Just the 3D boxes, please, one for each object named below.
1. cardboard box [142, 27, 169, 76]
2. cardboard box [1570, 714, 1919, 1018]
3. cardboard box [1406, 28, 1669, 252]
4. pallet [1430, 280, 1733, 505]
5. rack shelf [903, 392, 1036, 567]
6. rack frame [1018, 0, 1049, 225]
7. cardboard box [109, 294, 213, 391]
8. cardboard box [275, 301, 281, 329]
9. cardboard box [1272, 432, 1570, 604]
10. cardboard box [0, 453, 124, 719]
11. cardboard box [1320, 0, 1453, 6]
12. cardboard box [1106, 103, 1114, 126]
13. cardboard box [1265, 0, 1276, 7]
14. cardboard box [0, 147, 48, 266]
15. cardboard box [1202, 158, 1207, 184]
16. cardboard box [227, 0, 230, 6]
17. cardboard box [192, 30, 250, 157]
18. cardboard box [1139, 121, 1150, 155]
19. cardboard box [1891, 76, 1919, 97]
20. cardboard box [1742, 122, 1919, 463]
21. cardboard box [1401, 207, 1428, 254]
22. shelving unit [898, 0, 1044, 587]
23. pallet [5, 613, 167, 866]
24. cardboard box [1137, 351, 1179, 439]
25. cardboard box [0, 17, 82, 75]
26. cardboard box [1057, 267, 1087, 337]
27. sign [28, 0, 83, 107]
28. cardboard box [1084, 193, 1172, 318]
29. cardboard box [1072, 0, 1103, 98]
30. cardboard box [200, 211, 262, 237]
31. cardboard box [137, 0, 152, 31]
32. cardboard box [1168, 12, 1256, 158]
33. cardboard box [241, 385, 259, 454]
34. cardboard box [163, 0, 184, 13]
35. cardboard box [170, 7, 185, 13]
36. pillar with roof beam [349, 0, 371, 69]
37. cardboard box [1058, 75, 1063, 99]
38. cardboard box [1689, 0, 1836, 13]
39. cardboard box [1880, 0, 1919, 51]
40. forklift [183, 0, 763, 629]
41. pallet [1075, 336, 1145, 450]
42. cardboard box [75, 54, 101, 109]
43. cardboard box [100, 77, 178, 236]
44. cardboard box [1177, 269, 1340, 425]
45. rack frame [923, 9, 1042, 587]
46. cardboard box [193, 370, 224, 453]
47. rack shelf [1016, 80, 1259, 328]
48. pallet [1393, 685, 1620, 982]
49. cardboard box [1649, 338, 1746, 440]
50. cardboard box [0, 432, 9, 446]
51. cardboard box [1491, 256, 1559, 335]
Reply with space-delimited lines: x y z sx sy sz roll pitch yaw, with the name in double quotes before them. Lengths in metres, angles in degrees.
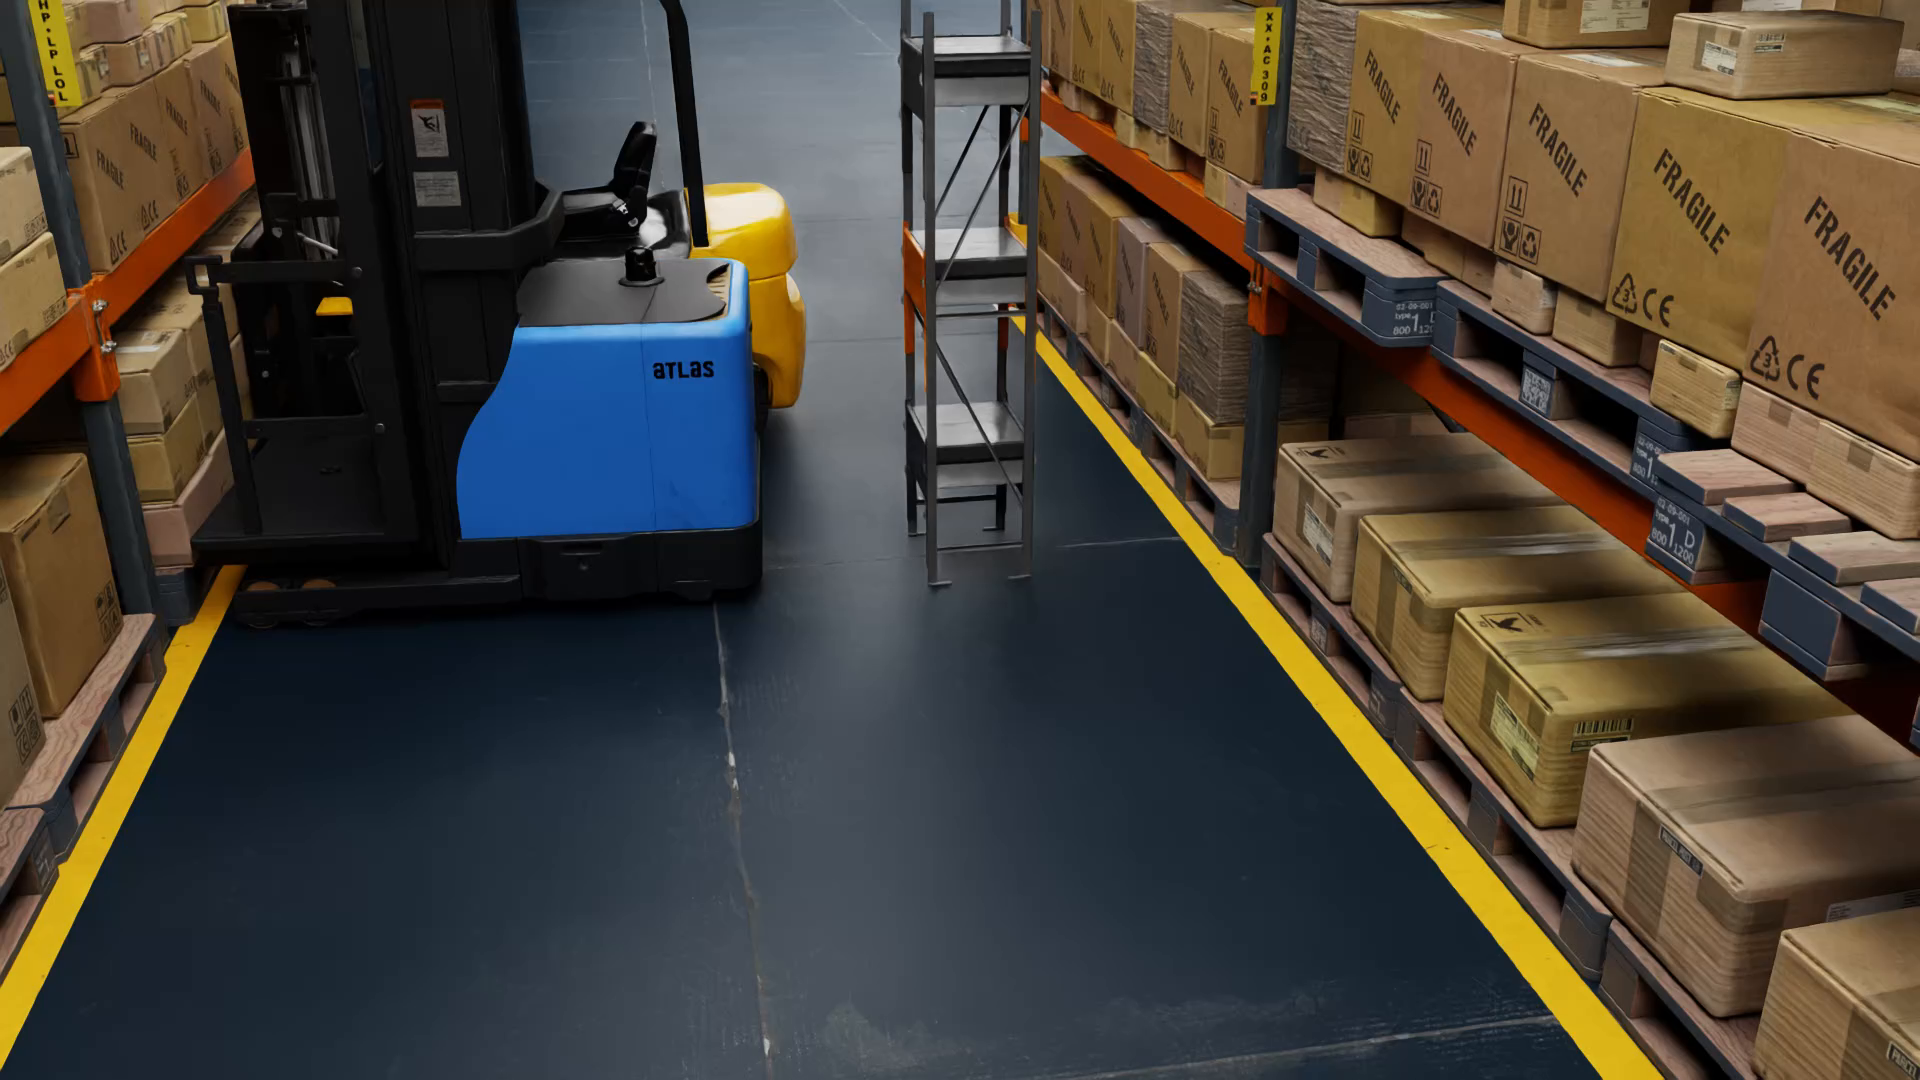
"cardboard box" -3.231 -1.843 6.288 0.380 0.149 0.250 -5 24 -10
"cardboard box" 2.092 0.756 4.029 0.950 0.372 0.625 -5 24 -11
"cardboard box" 1.567 -1.093 4.483 0.500 0.500 0.500 -4 24 -10
"pallet" 1.925 -0.431 4.228 1.003 0.211 1.213 -4 24 -10
"rack shelf" 0.031 -0.243 6.466 0.431 0.518 0.480 -4 24 -10
"rack frame" 0.852 -2.890 9.619 1.000 3.000 0.127 -4 24 -10
"cardboard box" -3.152 -0.753 6.389 0.500 0.250 0.500 -4 24 -10
"cardboard box" -3.430 -1.114 7.840 0.500 0.250 0.500 -5 24 -11
"cardboard box" 1.691 -0.098 5.986 0.950 0.372 0.625 -4 24 -9
"cardboard box" -3.179 0.153 5.095 0.875 0.625 0.625 -3 24 -7
"cardboard box" 1.331 -1.777 5.239 0.380 0.149 0.250 -4 24 -10
"cardboard box" 0.931 -2.115 8.159 0.380 0.149 0.250 -3 24 -8
"cardboard box" 1.650 -2.348 6.633 0.700 0.500 0.500 -4 24 -9
"cardboard box" -2.944 -0.934 4.703 0.500 0.250 0.500 -5 24 -11
"cardboard box" 1.208 -1.511 6.776 0.380 0.149 0.250 -4 24 -9
"cardboard box" -3.587 -2.445 7.665 0.380 0.149 0.250 -4 24 -10
"cardboard box" -3.495 -1.986 7.425 0.500 0.500 0.500 -5 24 -11
"cardboard box" 1.023 -1.807 7.454 0.380 0.149 0.250 -5 24 -11
"cardboard box" 2.267 -0.724 3.640 0.500 0.500 0.500 -4 24 -9
"cardboard box" 1.867 -0.478 3.076 0.500 0.500 0.500 -5 24 -11
"cardboard box" 1.548 -0.948 4.962 0.380 0.149 0.250 -3 24 -6
"shelving unit" 0.031 -0.897 6.181 0.431 2.100 0.503 -4 24 -10
"pallet" -3.112 0.617 5.073 1.003 0.211 1.213 -4 24 -10
"cardboard box" 1.109 -0.670 7.447 0.500 0.250 0.500 -5 24 -11
"cardboard box" -3.054 -1.574 5.300 0.380 0.149 0.250 -4 24 -9
"cardboard box" 0.816 -1.283 8.851 0.500 0.250 0.500 -3 24 -8
"sign" -2.755 -1.486 5.056 0.100 0.325 0.005 -4 24 -10
"cardboard box" 0.920 -1.415 8.217 0.500 0.500 0.500 -4 24 -9
"cardboard box" 0.861 -2.461 8.141 0.500 0.500 0.500 -5 24 -11
"cardboard box" -3.431 -1.355 7.767 0.500 0.250 0.500 -4 24 -9
"cardboard box" -3.268 -1.979 6.226 0.380 0.149 0.250 -5 24 -11
"cardboard box" 1.163 -1.857 6.757 0.500 0.500 0.500 -4 24 -8
"cardboard box" -3.270 -0.494 7.044 0.500 0.250 0.500 -4 24 -9
"cardboard box" -3.463 -2.272 6.897 0.380 0.149 0.250 -4 24 -9
"cardboard box" -3.468 -2.141 6.968 0.380 0.149 0.250 -4 24 -10
"pillar with roof beam" -2.771 -9.968 18.330 9.100 9.000 0.400 -4 24 -10
"cardboard box" 0.741 -2.417 8.850 0.380 0.149 0.250 -5 24 -11
"cardboard box" 2.112 -1.447 4.484 0.380 0.149 0.250 -5 24 -12
"cardboard box" 5.934 -3.007 9.700 0.875 0.550 0.550 -4 24 -10
"forklift" -2.296 -1.245 5.939 3.031 2.935 1.130 -2 24 -6
"pallet" 1.203 -0.781 8.274 1.003 0.211 1.213 -4 24 -10
"cardboard box" -3.136 -1.537 5.586 0.380 0.149 0.250 -4 24 -9
"cardboard box" -3.224 -1.391 6.062 0.500 0.500 0.500 -4 24 -9
"cardboard box" 1.218 -0.805 6.820 0.500 0.500 0.500 -5 24 -10
"rack frame" 0.076 -0.801 5.961 0.400 2.100 0.015 -4 24 -10
"cardboard box" -3.167 -0.520 6.479 0.500 0.250 0.500 -4 24 -10
"rack shelf" 1.221 -1.773 7.961 1.077 0.370 4.000 -4 24 -10
"pallet" 1.966 0.749 4.772 1.003 0.211 1.213 -4 24 -10
"cardboard box" 1.724 -0.335 3.557 0.380 0.149 0.250 -4 24 -9
"cardboard box" -3.567 -0.517 5.848 0.500 0.250 0.500 -4 24 -9
"cardboard box" 1.597 -0.638 4.253 0.380 0.149 0.250 -3 24 -8
